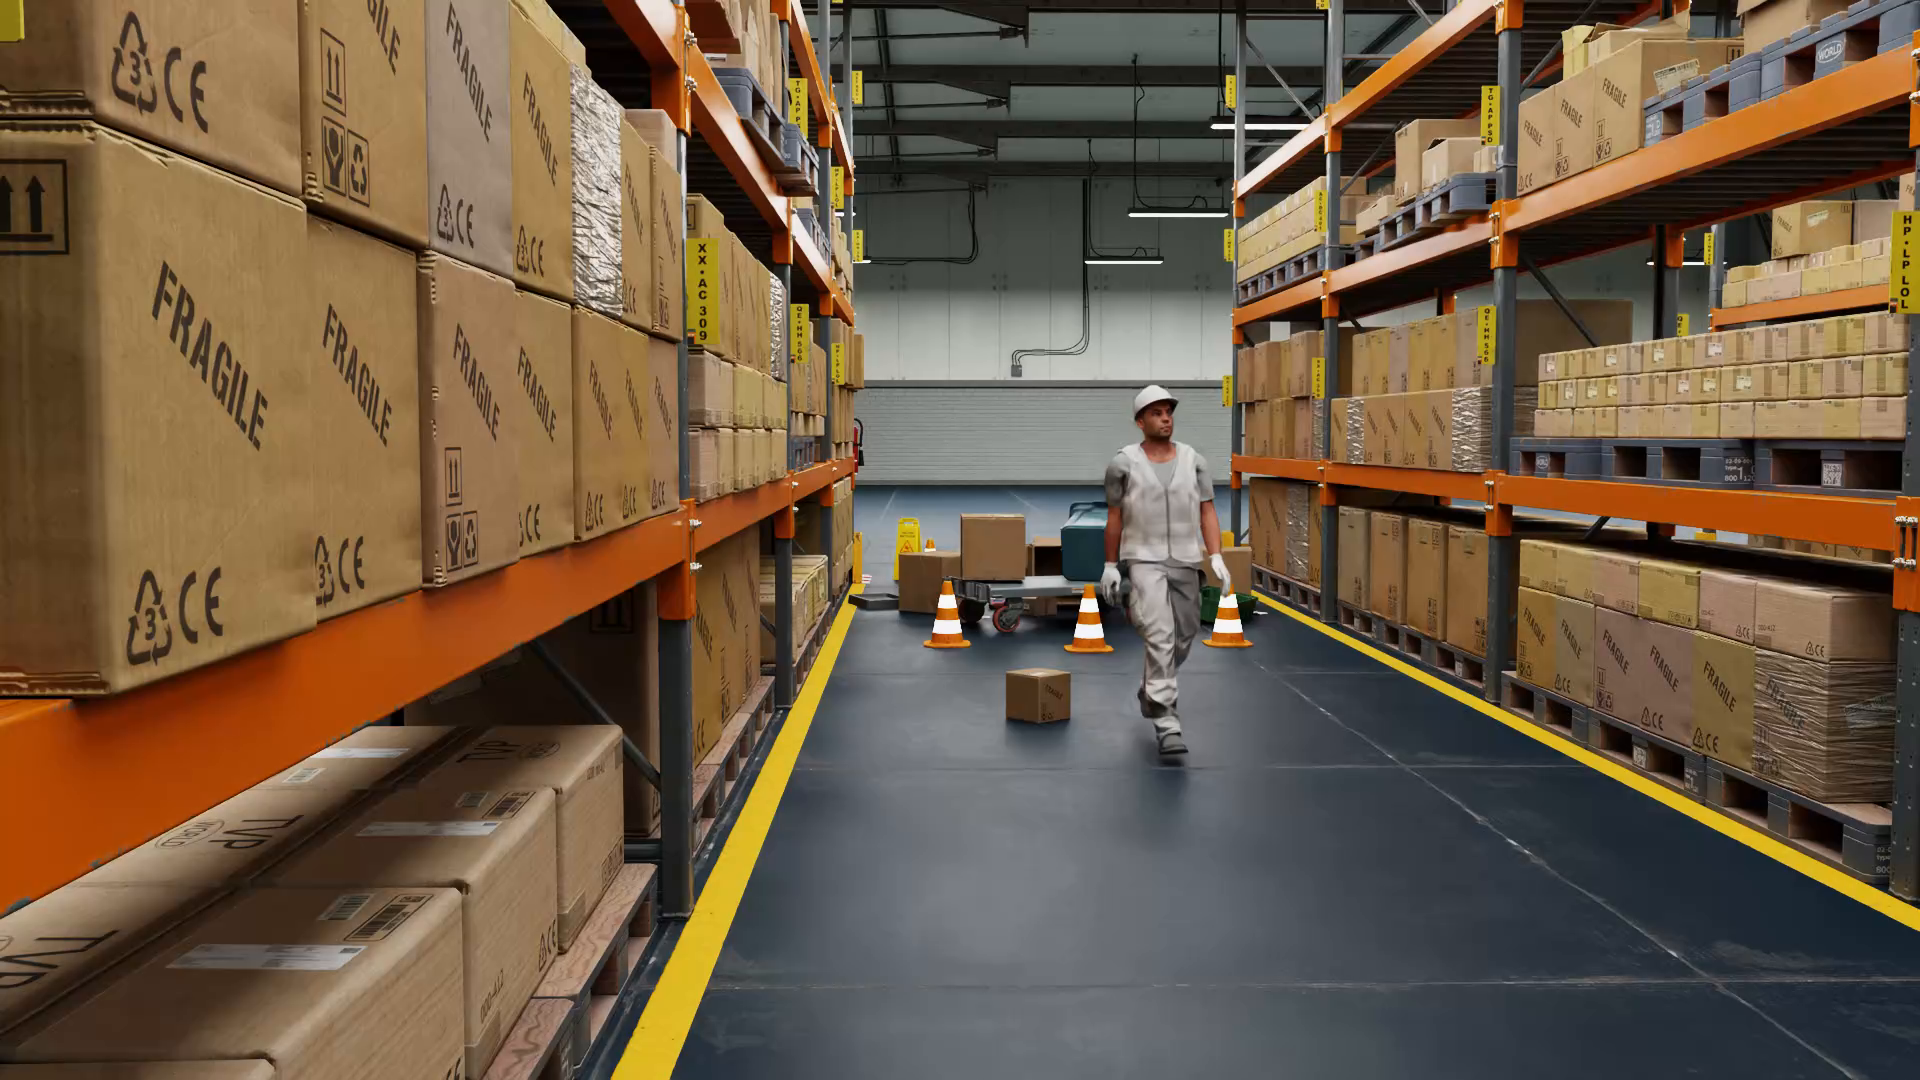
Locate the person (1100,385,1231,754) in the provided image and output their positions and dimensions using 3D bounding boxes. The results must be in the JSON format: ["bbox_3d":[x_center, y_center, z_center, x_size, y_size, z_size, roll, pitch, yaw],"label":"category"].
[{"bbox_3d":[0.995,0.124,8.085,0.566,1.746,1.020,-1,4,-12],"label":"person"}]
